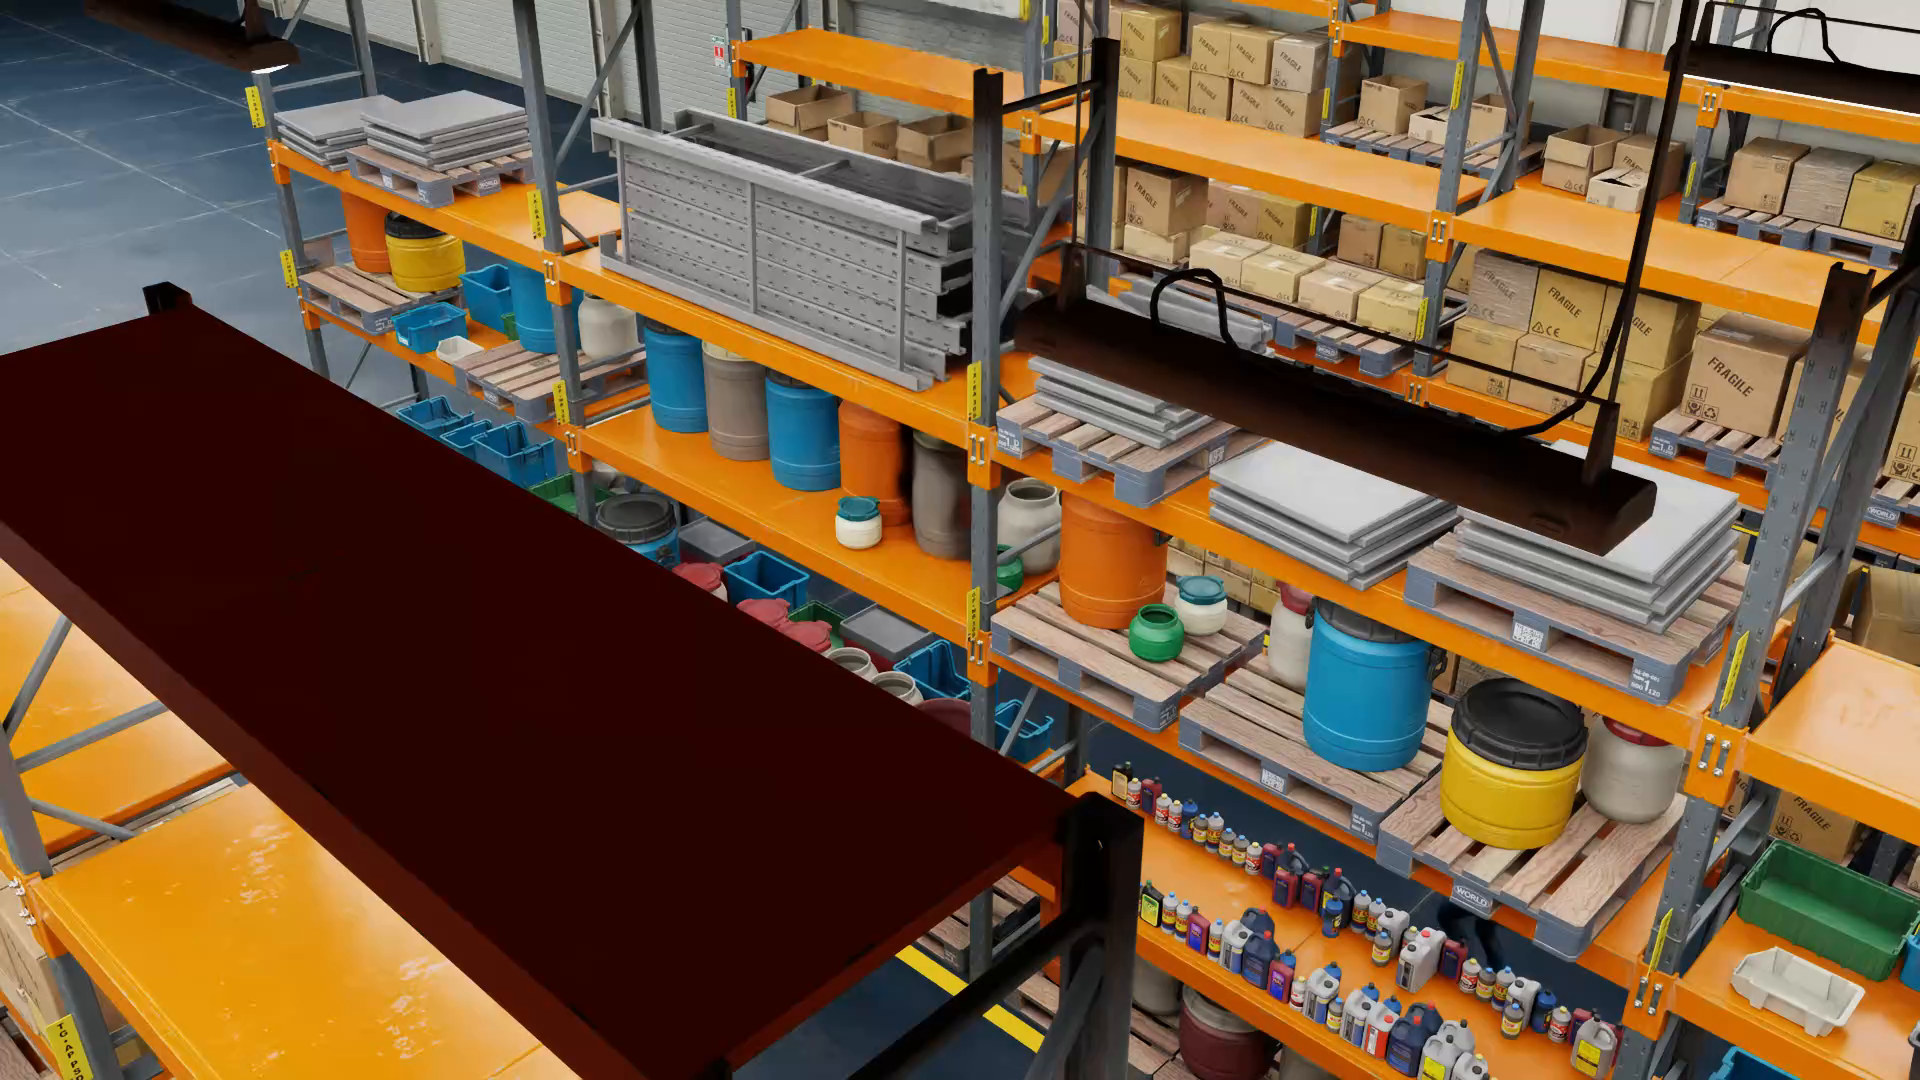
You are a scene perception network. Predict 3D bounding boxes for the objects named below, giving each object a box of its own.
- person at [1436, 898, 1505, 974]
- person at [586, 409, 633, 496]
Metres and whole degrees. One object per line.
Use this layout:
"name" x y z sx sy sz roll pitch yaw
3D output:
"person" 3.315 2.260 10.616 0.558 1.603 0.646 -21 35 -32
"person" -3.353 -0.737 15.833 0.707 1.737 0.701 25 38 36
